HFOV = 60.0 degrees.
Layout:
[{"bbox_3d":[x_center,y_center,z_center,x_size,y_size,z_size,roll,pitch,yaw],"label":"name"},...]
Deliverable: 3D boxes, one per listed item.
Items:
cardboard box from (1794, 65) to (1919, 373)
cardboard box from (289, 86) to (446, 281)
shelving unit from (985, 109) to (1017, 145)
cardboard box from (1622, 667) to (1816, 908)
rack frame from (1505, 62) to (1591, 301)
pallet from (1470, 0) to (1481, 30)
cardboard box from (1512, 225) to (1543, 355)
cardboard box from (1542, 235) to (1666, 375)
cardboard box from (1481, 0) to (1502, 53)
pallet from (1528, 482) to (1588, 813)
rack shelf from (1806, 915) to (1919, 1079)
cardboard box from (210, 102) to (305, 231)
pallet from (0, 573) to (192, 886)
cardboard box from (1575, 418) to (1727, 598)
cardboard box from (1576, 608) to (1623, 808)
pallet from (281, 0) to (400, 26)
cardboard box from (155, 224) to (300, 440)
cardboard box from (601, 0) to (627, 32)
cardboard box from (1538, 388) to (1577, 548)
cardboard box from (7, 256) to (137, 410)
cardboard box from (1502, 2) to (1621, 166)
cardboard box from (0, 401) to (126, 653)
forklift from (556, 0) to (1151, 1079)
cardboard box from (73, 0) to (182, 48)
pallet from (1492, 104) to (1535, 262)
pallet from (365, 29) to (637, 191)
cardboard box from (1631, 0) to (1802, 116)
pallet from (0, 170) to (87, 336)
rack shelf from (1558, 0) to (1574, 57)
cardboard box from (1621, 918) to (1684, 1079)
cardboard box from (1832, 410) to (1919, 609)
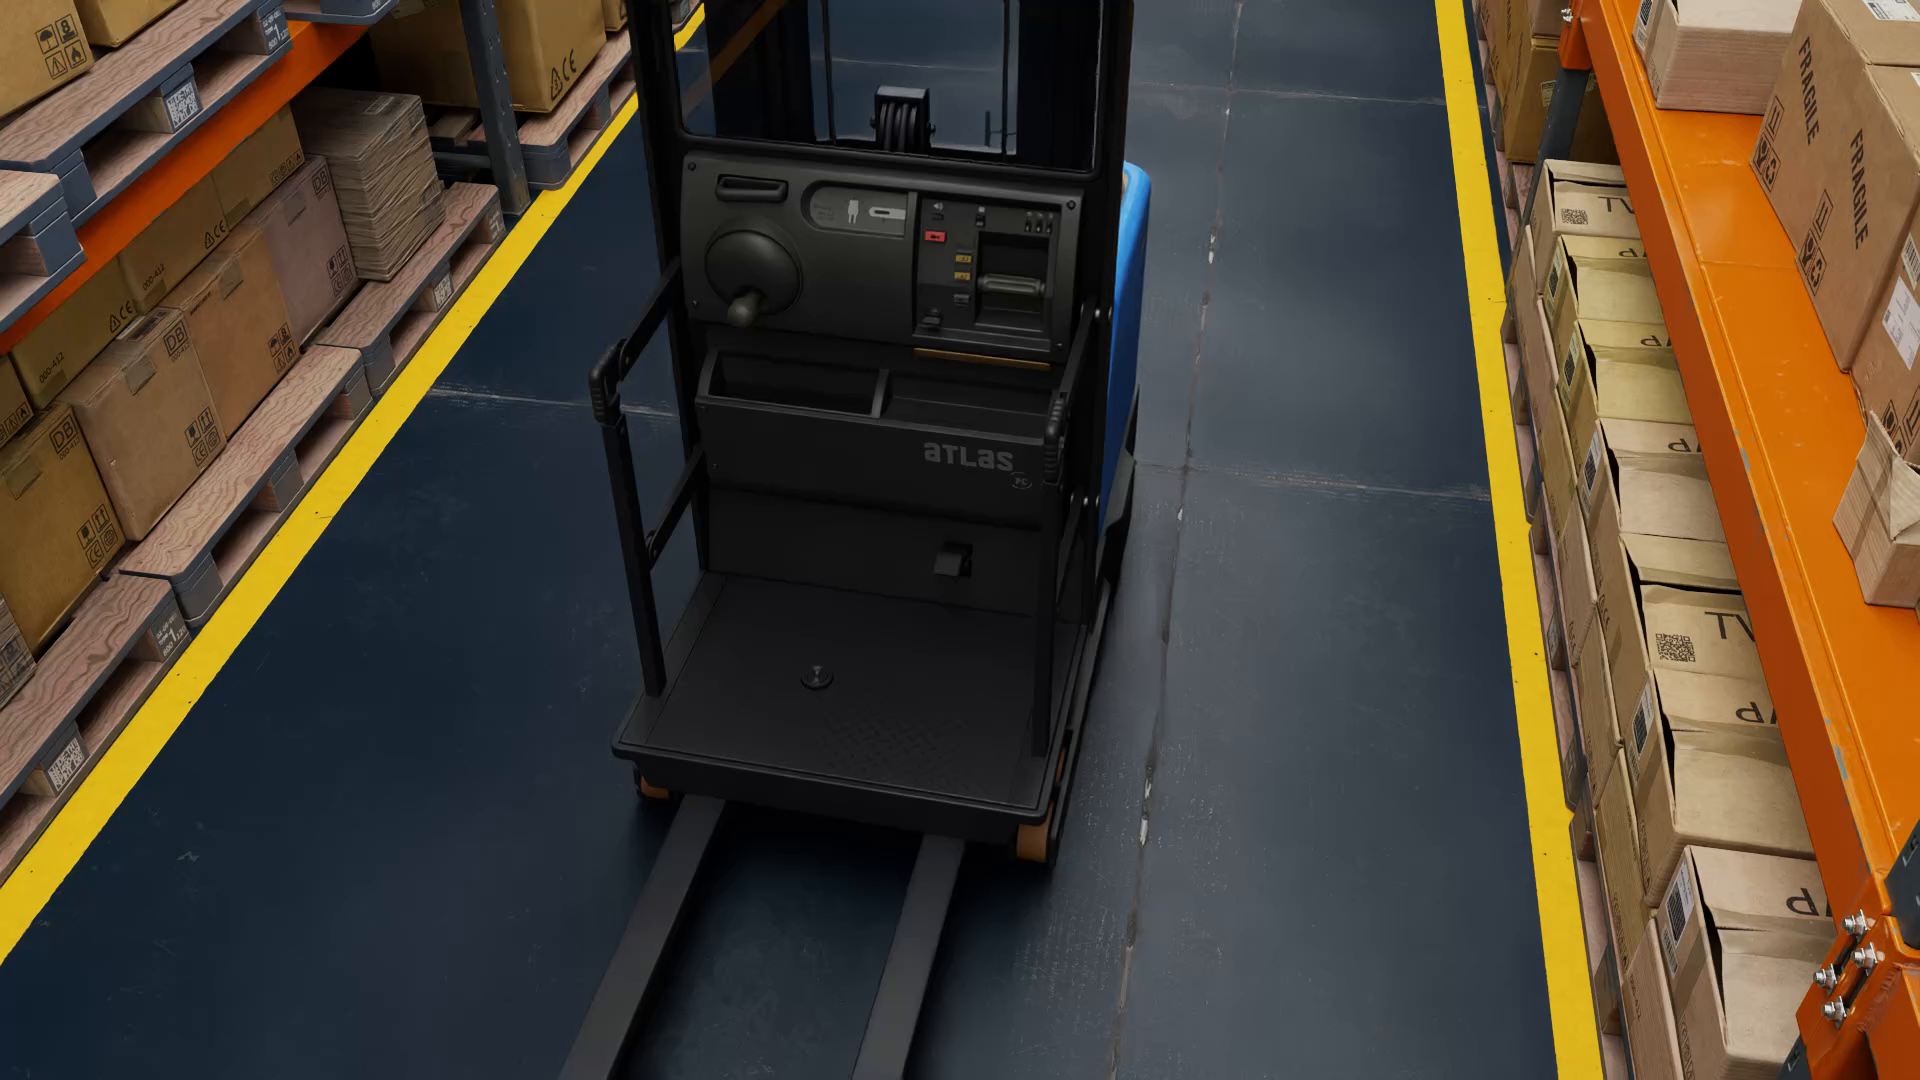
[{"bbox_3d":[2.221,-0.686,3.647,0.500,0.500,0.500,6,40,8],"label":"cardboard box"},{"bbox_3d":[-2.367,-1.325,6.115,0.700,0.500,0.500,7,40,8],"label":"cardboard box"},{"bbox_3d":[0.154,-0.866,5.473,0.215,1.050,0.252,8,40,9],"label":"shelving unit"},{"bbox_3d":[1.766,0.546,3.623,0.500,0.311,0.500,7,40,9],"label":"cardboard box"},{"bbox_3d":[2.586,-2.033,5.355,1.000,3.000,0.127,6,40,8],"label":"rack frame"},{"bbox_3d":[3.175,-2.954,8.657,1.003,0.211,1.213,6,40,8],"label":"pallet"},{"bbox_3d":[2.206,-0.839,5.739,0.500,0.250,0.500,6,40,8],"label":"cardboard box"},{"bbox_3d":[2.124,-0.724,5.160,0.500,0.311,0.500,5,40,7],"label":"cardboard box"},{"bbox_3d":[2.691,-2.507,7.544,0.500,0.500,0.500,5,40,6],"label":"cardboard box"},{"bbox_3d":[2.192,0.318,4.700,1.003,0.211,1.213,6,40,8],"label":"pallet"},{"bbox_3d":[1.548,2.010,1.029,1.077,0.370,4.000,6,40,8],"label":"rack shelf"},{"bbox_3d":[-2.527,-1.263,5.452,0.500,0.250,0.500,7,40,9],"label":"cardboard box"},{"bbox_3d":[-2.852,0.520,4.456,1.003,0.211,1.213,6,40,8],"label":"pallet"},{"bbox_3d":[1.945,-0.082,4.383,0.500,0.311,0.500,6,40,7],"label":"cardboard box"},{"bbox_3d":[1.858,0.445,4.186,0.500,0.250,0.500,7,40,9],"label":"cardboard box"},{"bbox_3d":[-2.312,-2.044,5.518,1.213,0.211,1.003,6,40,8],"label":"pallet"},{"bbox_3d":[-2.628,-0.700,5.359,0.700,0.500,0.500,6,40,7],"label":"cardboard box"},{"bbox_3d":[-1.879,-2.906,7.768,0.750,0.750,0.750,6,40,7],"label":"cardboard box"},{"bbox_3d":[2.036,-0.196,4.961,0.500,0.250,0.500,5,40,6],"label":"cardboard box"},{"bbox_3d":[-2.715,-0.629,4.685,0.500,0.250,0.500,5,40,6],"label":"cardboard box"},{"bbox_3d":[2.517,-1.852,6.752,0.500,0.500,0.500,8,40,9],"label":"cardboard box"},{"bbox_3d":[-2.835,-0.066,4.592,0.700,0.500,0.500,6,40,7],"label":"cardboard box"},{"bbox_3d":[-0.232,-0.571,3.641,1.130,2.935,3.031,8,40,9],"label":"forklift"},{"bbox_3d":[-2.559,-1.704,4.534,0.700,0.500,0.500,6,40,8],"label":"cardboard box"},{"bbox_3d":[2.753,-1.422,6.805,1.003,0.211,1.213,6,40,8],"label":"pallet"},{"bbox_3d":[-2.083,-1.988,7.489,1.003,0.211,1.213,6,40,8],"label":"pallet"},{"bbox_3d":[2.241,-1.458,4.730,0.500,0.311,0.500,6,40,7],"label":"cardboard box"},{"bbox_3d":[-2.710,-0.456,3.598,1.003,0.211,1.213,6,40,8],"label":"pallet"},{"bbox_3d":[2.932,-3.011,7.102,1.077,0.370,4.000,6,40,8],"label":"rack shelf"},{"bbox_3d":[1.680,1.083,3.414,0.500,0.250,0.500,6,40,7],"label":"cardboard box"},{"bbox_3d":[1.865,-0.043,3.053,0.396,0.266,0.258,5,40,7],"label":"cardboard box"}]
